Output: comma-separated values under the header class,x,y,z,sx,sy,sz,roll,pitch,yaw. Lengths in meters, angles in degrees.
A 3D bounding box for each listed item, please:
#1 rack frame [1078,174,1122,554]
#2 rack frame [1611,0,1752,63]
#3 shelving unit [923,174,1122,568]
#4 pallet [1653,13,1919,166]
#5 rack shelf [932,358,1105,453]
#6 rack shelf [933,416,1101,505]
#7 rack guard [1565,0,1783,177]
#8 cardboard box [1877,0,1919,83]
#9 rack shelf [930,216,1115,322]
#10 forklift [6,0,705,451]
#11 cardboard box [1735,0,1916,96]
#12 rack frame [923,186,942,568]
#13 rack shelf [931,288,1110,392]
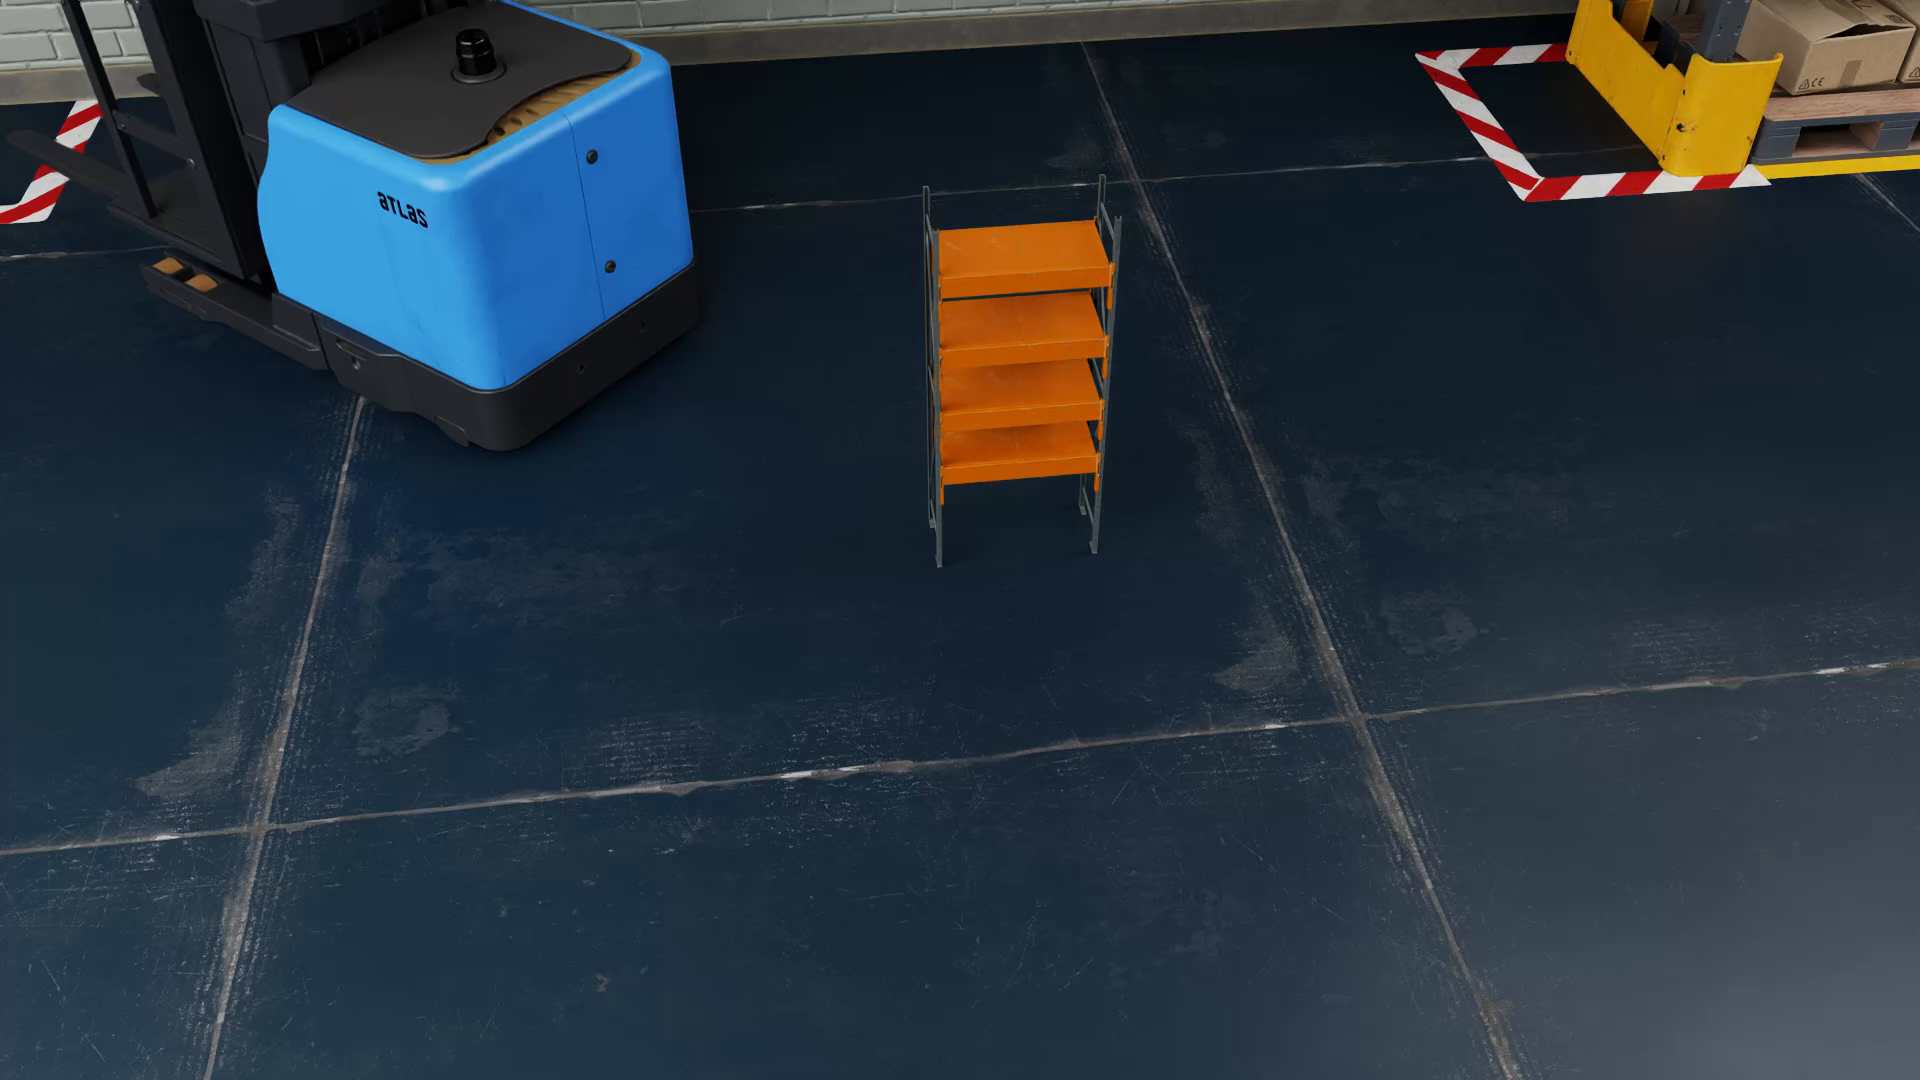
class,x,y,z,sx,sy,sz,roll,pitch,yaw
rack frame,0.406,-0.481,4.888,0.015,1.200,0.240,-5,42,-6
rack frame,2.981,-3.017,6.355,0.127,3.000,1.000,-5,42,-6
shelving unit,0.164,-0.460,4.864,0.503,1.200,0.258,-5,42,-6
pallet,3.866,-2.035,7.348,1.213,0.211,1.003,-5,42,-6
rack shelf,0.164,-0.410,4.909,0.480,0.148,0.258,-5,42,-6
rack shelf,0.164,-0.262,5.042,0.480,0.148,0.258,-5,42,-6
rack guard,3.056,-2.095,7.200,0.348,0.500,1.175,-5,42,-6
cardboard box,4.244,-2.231,7.163,0.500,0.311,0.500,-2,42,-2
rack shelf,0.164,-0.752,4.601,0.480,0.148,0.258,-5,42,-6
forklift,-2.430,-2.165,5.462,3.031,2.935,1.130,25,48,25
cardboard box,3.678,-2.182,7.109,0.500,0.311,0.500,-9,43,-10
rack frame,-0.078,-0.439,4.841,0.015,1.200,0.240,-5,42,-6
rack shelf,0.164,-0.576,4.759,0.480,0.148,0.258,-5,42,-6
